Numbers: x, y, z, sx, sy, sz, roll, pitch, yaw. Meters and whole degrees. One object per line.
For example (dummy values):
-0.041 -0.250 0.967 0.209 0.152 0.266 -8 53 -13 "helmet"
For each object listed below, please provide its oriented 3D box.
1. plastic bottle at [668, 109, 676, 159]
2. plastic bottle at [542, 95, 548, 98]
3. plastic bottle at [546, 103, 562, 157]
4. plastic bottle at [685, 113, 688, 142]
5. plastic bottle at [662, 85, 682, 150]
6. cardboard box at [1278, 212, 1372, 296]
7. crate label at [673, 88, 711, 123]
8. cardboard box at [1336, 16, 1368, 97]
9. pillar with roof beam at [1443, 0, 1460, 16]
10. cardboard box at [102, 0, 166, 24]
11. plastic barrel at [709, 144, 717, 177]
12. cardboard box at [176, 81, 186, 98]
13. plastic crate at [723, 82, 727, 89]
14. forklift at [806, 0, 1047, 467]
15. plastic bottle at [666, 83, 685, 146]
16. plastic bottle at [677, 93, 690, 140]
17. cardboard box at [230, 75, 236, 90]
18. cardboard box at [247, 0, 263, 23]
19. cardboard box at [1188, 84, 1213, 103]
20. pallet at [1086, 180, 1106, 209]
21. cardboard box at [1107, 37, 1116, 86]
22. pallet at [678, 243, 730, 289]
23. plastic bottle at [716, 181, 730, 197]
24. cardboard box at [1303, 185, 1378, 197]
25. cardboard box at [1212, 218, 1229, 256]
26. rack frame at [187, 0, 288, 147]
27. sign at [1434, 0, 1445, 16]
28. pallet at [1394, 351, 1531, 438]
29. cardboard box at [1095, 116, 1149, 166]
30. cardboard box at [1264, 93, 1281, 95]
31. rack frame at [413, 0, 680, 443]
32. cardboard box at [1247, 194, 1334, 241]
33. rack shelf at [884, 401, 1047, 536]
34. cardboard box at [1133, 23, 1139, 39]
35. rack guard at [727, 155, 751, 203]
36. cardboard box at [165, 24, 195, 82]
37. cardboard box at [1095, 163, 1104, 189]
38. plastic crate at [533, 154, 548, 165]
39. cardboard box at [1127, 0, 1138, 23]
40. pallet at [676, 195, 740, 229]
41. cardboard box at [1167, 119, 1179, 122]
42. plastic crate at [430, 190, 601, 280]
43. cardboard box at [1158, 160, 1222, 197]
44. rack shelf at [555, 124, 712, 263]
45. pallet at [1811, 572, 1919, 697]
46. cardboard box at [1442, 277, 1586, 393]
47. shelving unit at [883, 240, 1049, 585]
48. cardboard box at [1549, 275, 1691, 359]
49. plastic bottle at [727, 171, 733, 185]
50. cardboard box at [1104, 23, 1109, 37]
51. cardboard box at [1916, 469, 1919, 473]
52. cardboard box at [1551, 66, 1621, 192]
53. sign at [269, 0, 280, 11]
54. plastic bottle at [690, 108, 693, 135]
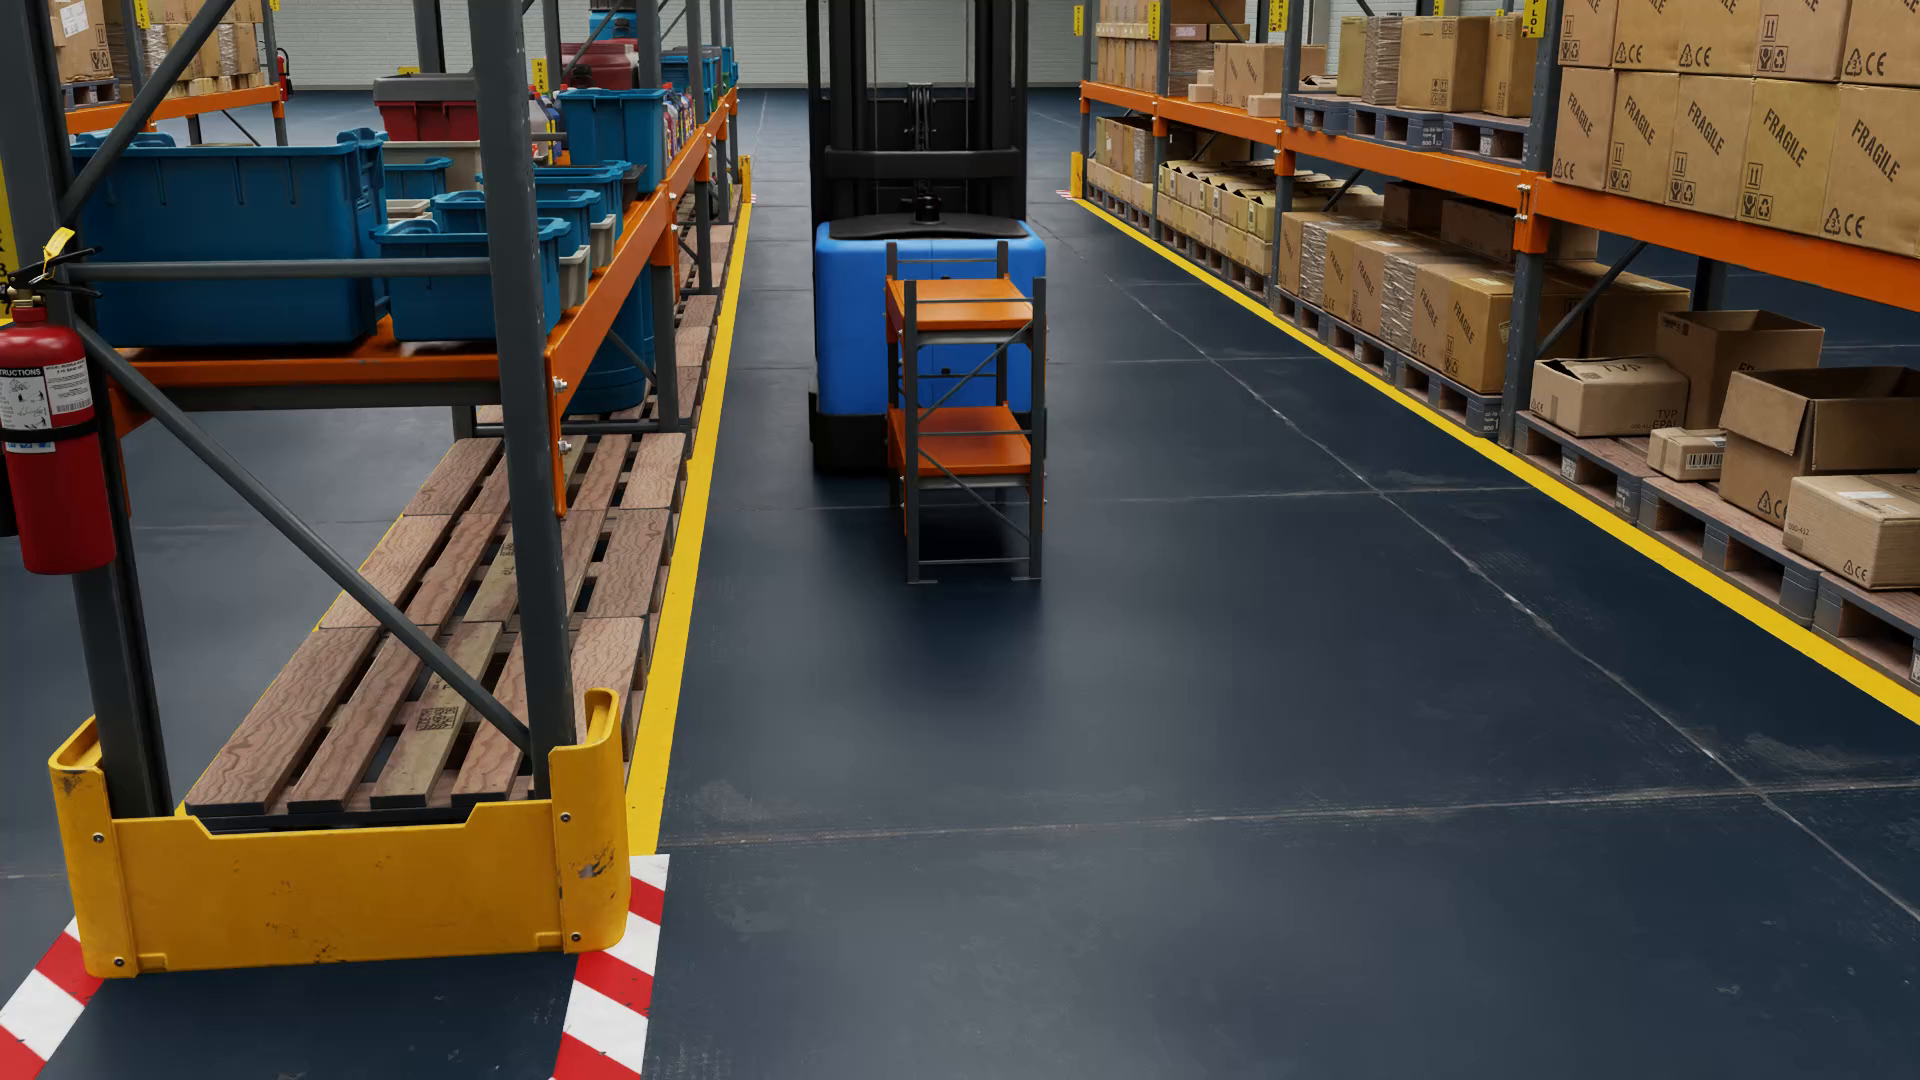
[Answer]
-1.554 -2.106 8.585 0.152 0.276 0.135 -2 18 -6 "plastic bottle"
-2.409 -2.449 9.686 0.097 0.271 0.097 0 17 0 "plastic bottle"
-2.157 -2.163 8.775 0.097 0.271 0.097 0 17 0 "plastic bottle"
-1.659 -2.452 9.810 0.097 0.201 0.097 0 17 0 "plastic bottle"
-1.611 -2.316 9.130 0.144 0.351 0.185 -2 18 -6 "plastic bottle"
2.487 -1.956 11.339 0.500 0.500 0.500 -1 17 -3 "cardboard box"
-1.873 -2.989 11.468 0.303 0.233 0.416 -2 18 -6 "crate label"
2.902 -3.147 10.826 0.700 0.500 0.500 -8 19 -24 "cardboard box"
2.858 -9.956 23.366 9.100 9.000 0.400 -2 18 -6 "pillar with roof beam"
-7.335 -4.779 14.558 0.500 0.500 0.500 -2 18 -6 "cardboard box"
-2.884 -4.135 18.291 0.421 0.512 0.421 0 17 0 "plastic barrel"
-7.366 -4.146 15.296 0.380 0.149 0.250 -2 18 -6 "cardboard box"
-2.543 -4.253 15.321 0.767 0.338 0.504 -2 18 -6 "plastic crate"
-0.227 -2.118 8.531 1.130 2.935 3.031 -1 17 -4 "forklift"
-1.644 -2.411 9.432 0.144 0.351 0.185 -2 18 -6 "plastic bottle"
-1.679 -2.543 9.984 0.097 0.271 0.097 0 17 0 "plastic bottle"
-7.622 -4.665 16.949 0.380 0.149 0.250 -2 18 -6 "cardboard box"
-7.652 -5.672 17.404 0.500 0.500 0.500 -2 18 -6 "cardboard box"
2.200 -3.885 14.463 0.380 0.149 0.250 -2 18 -6 "cardboard box"
2.020 -3.910 18.778 1.003 0.211 1.213 -2 18 -6 "pallet"
1.994 -5.219 18.125 0.700 0.500 0.500 -1 17 -4 "cardboard box"
-2.366 -2.196 13.318 1.003 0.211 1.213 -2 18 -6 "pallet"
-2.305 -3.379 16.119 0.144 0.351 0.185 -3 18 -8 "plastic bottle"
2.900 -2.561 12.779 0.500 0.311 0.500 -2 18 -7 "cardboard box"
2.322 -2.424 13.281 0.500 0.250 0.500 -1 17 -4 "cardboard box"
-7.954 -5.162 18.111 1.000 3.000 0.127 -2 18 -6 "rack frame"
3.264 -3.618 11.391 0.100 0.325 0.005 -2 18 -6 "sign"
3.016 -0.802 8.880 1.003 0.211 1.213 -2 18 -6 "pallet"
1.787 -4.398 18.314 0.500 0.500 0.500 -2 18 -6 "cardboard box"
2.537 -3.342 12.733 0.380 0.149 0.250 0 17 -2 "cardboard box"
-1.790 -1.740 7.211 1.000 3.000 0.127 -2 18 -6 "rack frame"
2.426 -2.388 12.228 0.500 0.311 0.500 -1 17 -4 "cardboard box"
0.001 -0.301 6.575 0.538 0.278 1.000 -2 18 -6 "rack shelf"
1.942 -5.085 16.616 0.380 0.149 0.250 -1 17 -4 "cardboard box"
-2.973 -4.101 18.905 1.175 0.500 0.348 -2 18 -6 "rack guard"
-7.543 -4.446 15.167 0.875 0.500 0.500 -2 18 -6 "cardboard box"
1.789 -4.040 18.426 0.500 0.250 0.500 -2 18 -6 "cardboard box"
-1.884 -1.499 6.785 0.396 0.136 0.243 -2 18 -6 "plastic crate"
2.105 -5.522 16.926 0.700 0.500 0.500 -2 18 -6 "cardboard box"
-2.772 -3.358 17.022 1.003 0.211 1.213 -2 18 -6 "pallet"
2.369 -4.265 17.892 0.500 0.500 0.500 -2 18 -6 "cardboard box"
-1.143 -0.777 4.322 0.416 0.233 0.300 -2 18 -6 "plastic crate"
2.107 -3.300 15.135 0.500 0.311 0.500 -2 18 -5 "cardboard box"
-1.996 -1.992 9.216 1.077 0.370 4.000 -2 18 -6 "rack shelf"
3.459 0.371 5.145 1.003 0.211 1.213 -2 18 -6 "pallet"
2.801 -1.047 8.443 0.500 0.500 0.500 -2 18 -6 "cardboard box"
0.001 -0.535 6.502 0.538 1.125 1.048 -2 18 -6 "shelving unit"
3.330 -1.061 8.486 0.500 0.500 0.500 -3 18 -8 "cardboard box"
-2.372 -3.661 17.131 0.061 0.283 0.133 -1 17 -4 "plastic bottle"
1.780 -5.547 18.090 0.380 0.149 0.250 -2 18 -5 "cardboard box"
3.673 -0.067 5.737 0.500 0.250 0.500 -2 18 -6 "cardboard box"
2.919 -1.779 7.169 0.500 0.500 0.500 -1 17 -4 "cardboard box"
-7.400 -5.876 17.926 0.100 0.325 0.005 -2 18 -6 "sign"
-1.719 -2.626 10.364 0.097 0.201 0.097 0 17 0 "plastic bottle"
